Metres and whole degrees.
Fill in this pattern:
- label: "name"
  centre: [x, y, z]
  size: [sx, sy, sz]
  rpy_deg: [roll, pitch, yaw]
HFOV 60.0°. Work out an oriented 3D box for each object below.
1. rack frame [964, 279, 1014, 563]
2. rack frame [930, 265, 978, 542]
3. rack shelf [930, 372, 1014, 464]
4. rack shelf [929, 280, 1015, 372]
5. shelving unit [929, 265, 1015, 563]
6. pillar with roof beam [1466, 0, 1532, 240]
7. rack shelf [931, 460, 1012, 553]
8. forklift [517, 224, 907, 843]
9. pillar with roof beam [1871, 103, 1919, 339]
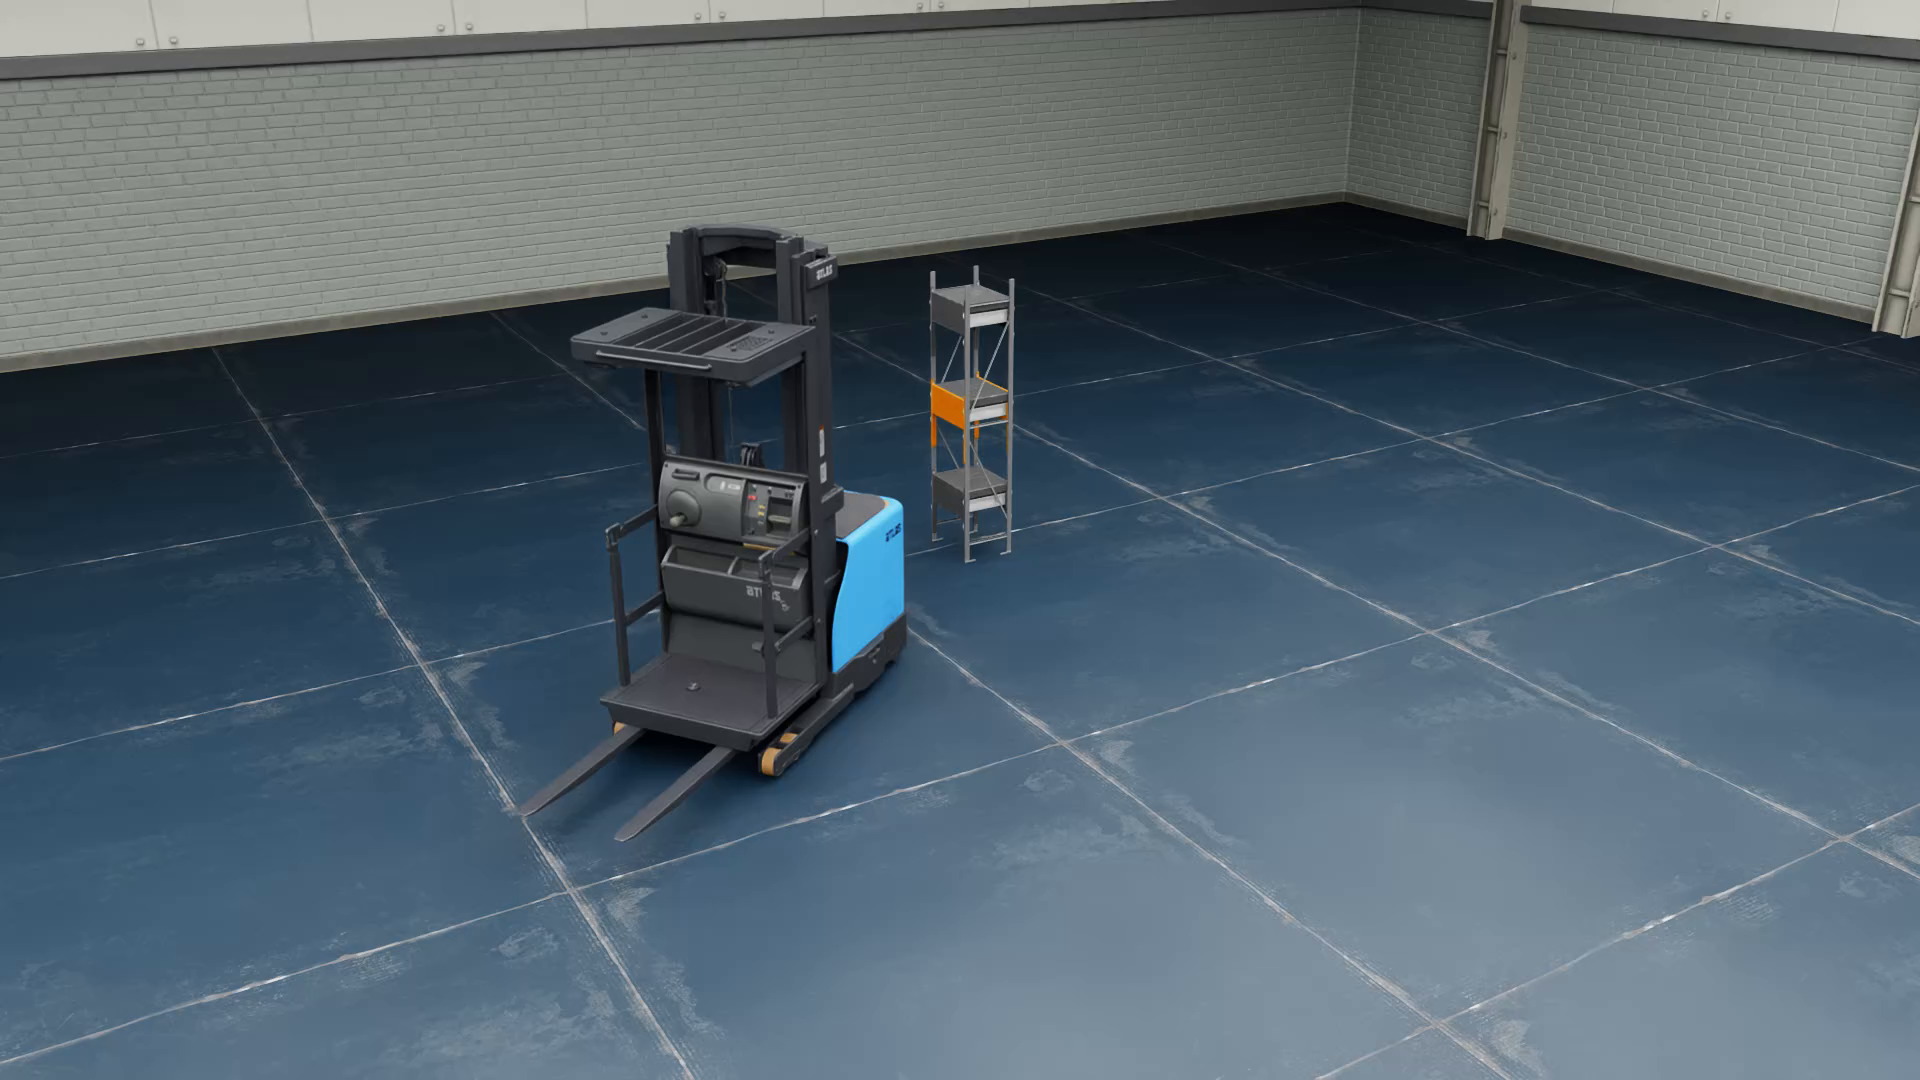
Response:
- label: "rack frame"
  centre: [0.209, -0.840, 12.090]
  size: [0.400, 2.100, 0.015]
  rpy_deg: [-13, 25, -28]
- label: "rack frame"
  centre: [-0.040, -0.998, 12.479]
  size: [0.400, 2.100, 0.015]
  rpy_deg: [-13, 25, -28]
- label: "rack shelf"
  centre: [0.085, -0.906, 12.289]
  size: [0.431, 0.518, 0.480]
  rpy_deg: [-13, 25, -28]
- label: "rack shelf"
  centre: [0.085, -1.555, 12.026]
  size: [0.431, 0.518, 0.480]
  rpy_deg: [-13, 25, -28]
- label: "shelving unit"
  centre: [0.085, -0.919, 12.284]
  size: [0.431, 2.100, 0.503]
  rpy_deg: [-13, 25, -28]
- label: "pillar with roof beam"
  centre: [3.637, -7.586, 19.524]
  size: [9.100, 9.000, 0.400]
  rpy_deg: [-13, 25, -28]
- label: "rack shelf"
  centre: [0.085, -0.258, 12.553]
  size: [0.431, 0.518, 0.480]
  rpy_deg: [-13, 25, -28]
- label: "forklift"
  centre: [-1.405, -0.190, 9.386]
  size: [1.130, 2.935, 3.031]
  rpy_deg: [9, 24, 22]
- label: "pillar with roof beam"
  centre: [6.701, -5.644, 14.746]
  size: [9.100, 9.000, 0.400]
  rpy_deg: [-13, 25, -28]
